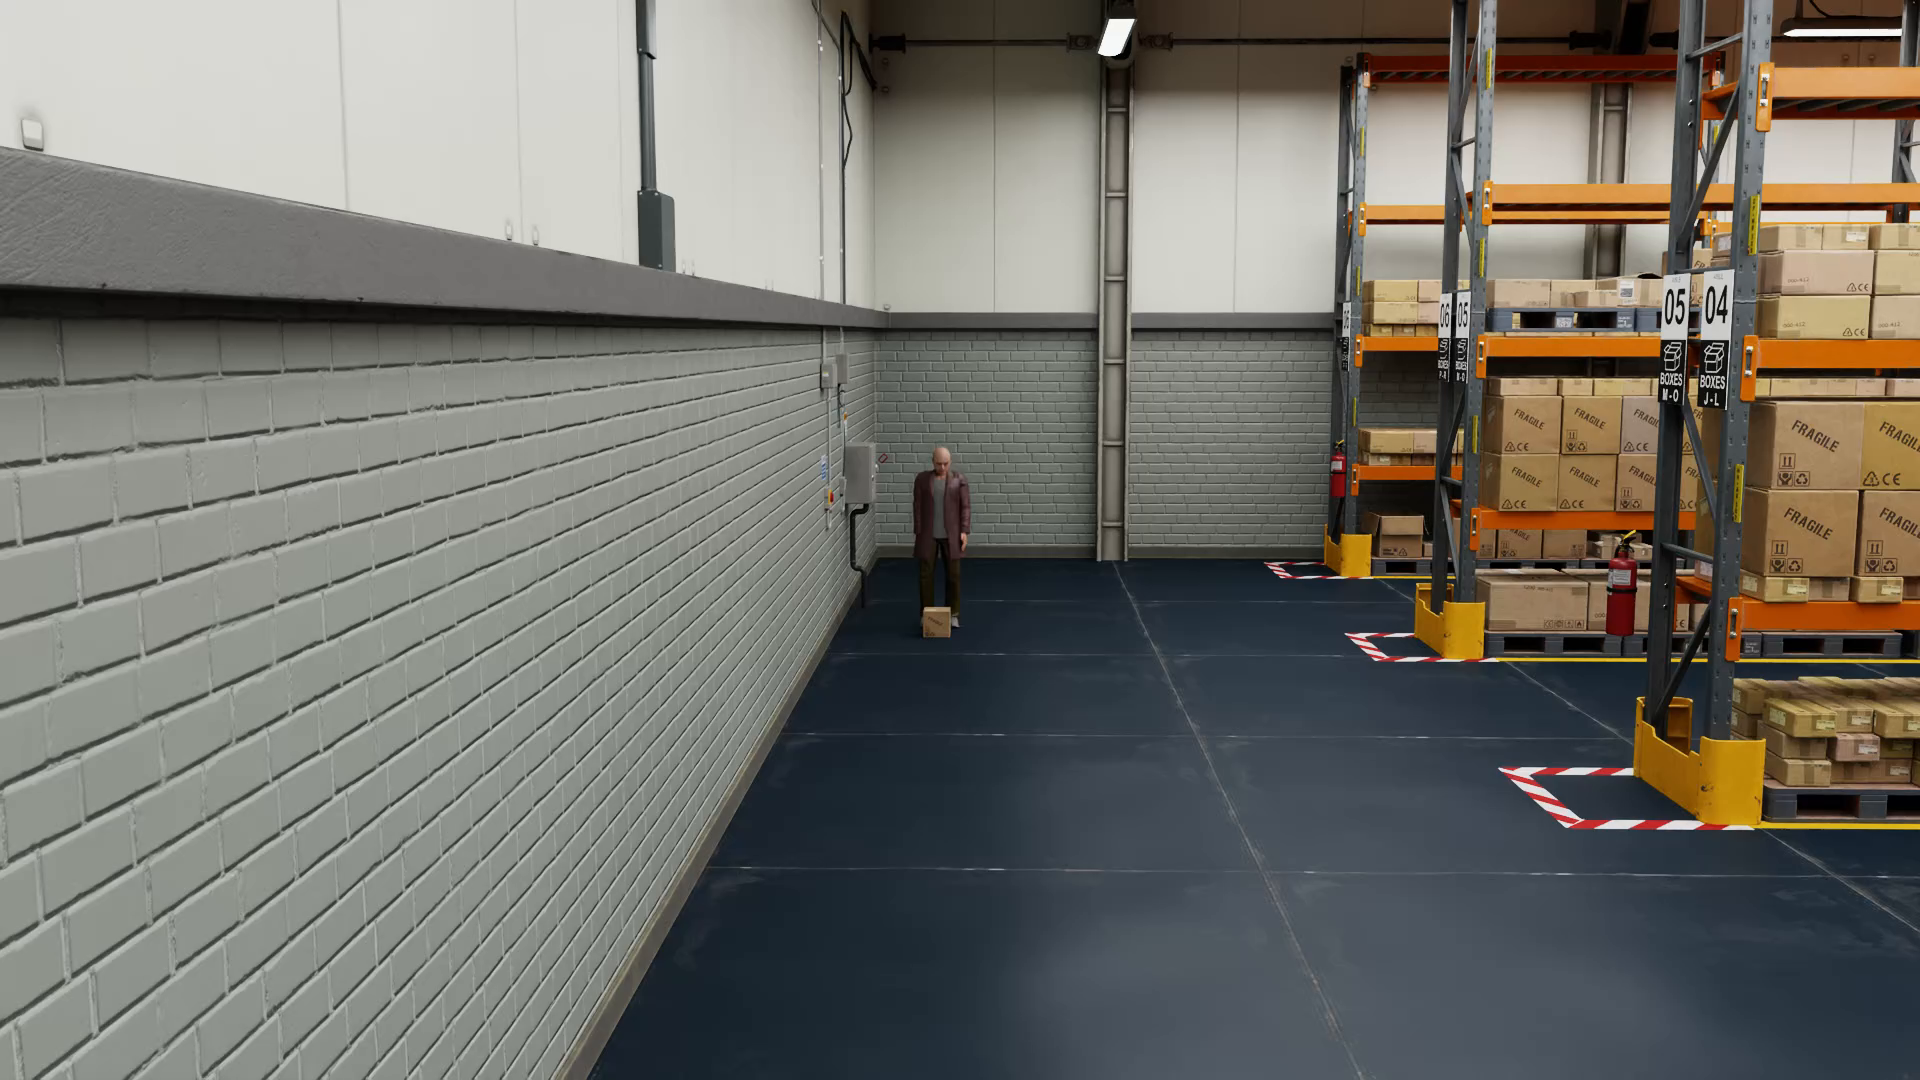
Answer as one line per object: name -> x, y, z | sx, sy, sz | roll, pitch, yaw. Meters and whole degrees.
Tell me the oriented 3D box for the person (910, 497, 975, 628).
person -> -0.173, 0.209, 16.133 | 0.632, 1.289, 0.780 | 0, 7, 1
